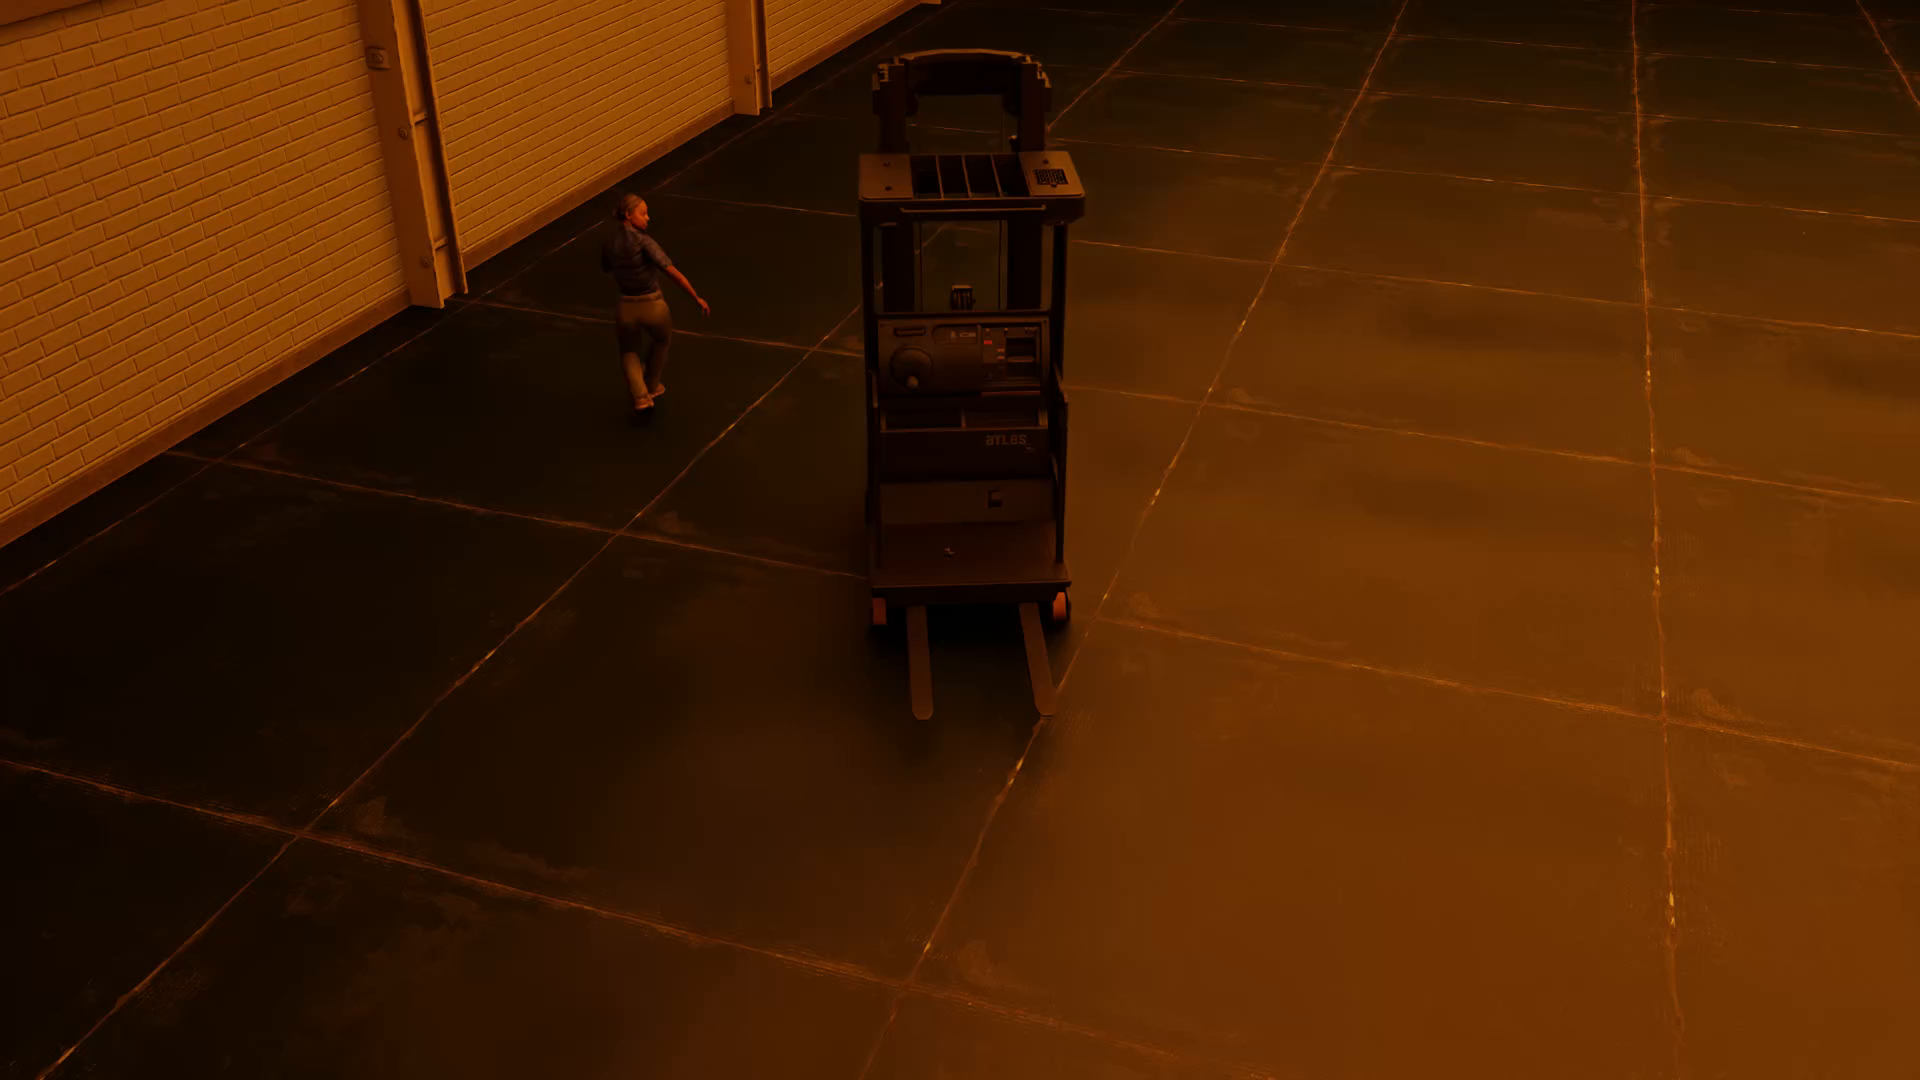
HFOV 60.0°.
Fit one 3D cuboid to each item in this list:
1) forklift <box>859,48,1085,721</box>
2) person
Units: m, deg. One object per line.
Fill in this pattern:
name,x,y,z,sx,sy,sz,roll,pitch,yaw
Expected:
forklift,0.036,-0.960,8.821,1.130,2.935,3.031,-2,30,-3
person,-2.085,-1.631,11.432,0.799,1.530,0.820,4,30,7
